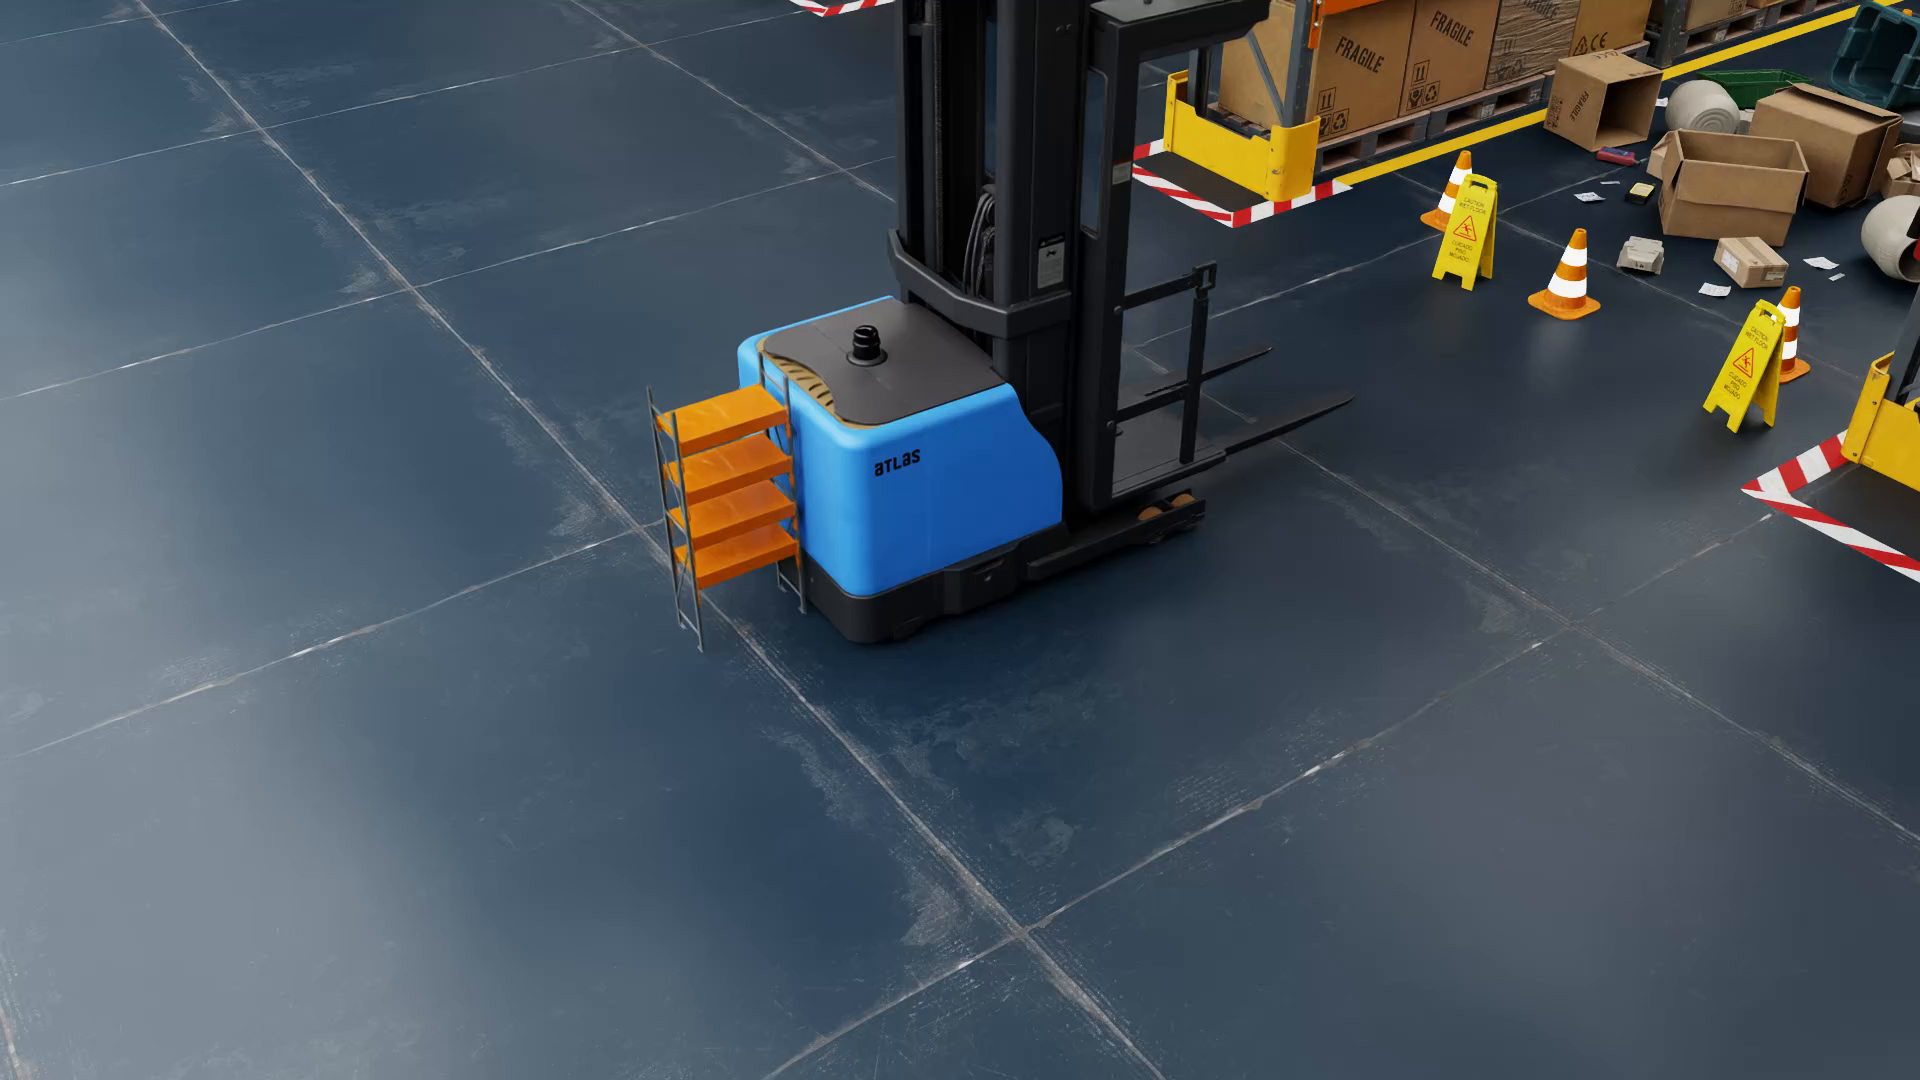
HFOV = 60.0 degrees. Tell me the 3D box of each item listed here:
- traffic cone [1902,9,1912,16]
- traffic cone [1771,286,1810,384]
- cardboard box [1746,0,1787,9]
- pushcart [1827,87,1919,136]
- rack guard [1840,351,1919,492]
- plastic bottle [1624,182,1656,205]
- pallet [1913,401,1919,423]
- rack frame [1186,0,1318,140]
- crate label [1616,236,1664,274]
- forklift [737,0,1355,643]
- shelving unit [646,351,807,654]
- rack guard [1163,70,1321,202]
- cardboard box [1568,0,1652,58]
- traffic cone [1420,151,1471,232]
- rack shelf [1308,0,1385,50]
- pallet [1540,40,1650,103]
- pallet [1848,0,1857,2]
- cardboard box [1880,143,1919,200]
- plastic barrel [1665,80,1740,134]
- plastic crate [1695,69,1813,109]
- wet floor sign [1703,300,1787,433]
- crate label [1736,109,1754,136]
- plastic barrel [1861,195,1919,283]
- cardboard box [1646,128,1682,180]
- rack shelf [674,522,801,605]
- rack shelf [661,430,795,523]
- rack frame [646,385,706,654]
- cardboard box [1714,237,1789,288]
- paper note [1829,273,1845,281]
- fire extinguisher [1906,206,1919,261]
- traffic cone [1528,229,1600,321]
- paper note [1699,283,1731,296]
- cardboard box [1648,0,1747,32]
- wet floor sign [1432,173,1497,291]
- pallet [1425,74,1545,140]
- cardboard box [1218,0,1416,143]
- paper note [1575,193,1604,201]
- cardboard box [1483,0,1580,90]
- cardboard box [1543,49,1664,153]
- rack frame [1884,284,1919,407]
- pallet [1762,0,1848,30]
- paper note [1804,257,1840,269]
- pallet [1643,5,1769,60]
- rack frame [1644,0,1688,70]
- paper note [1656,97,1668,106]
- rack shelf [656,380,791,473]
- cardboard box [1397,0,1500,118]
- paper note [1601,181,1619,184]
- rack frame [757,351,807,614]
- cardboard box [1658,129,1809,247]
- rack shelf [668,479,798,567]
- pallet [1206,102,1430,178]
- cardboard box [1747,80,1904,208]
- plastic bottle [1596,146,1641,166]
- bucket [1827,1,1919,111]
[{"bbox_3d":[7.115,-3.785,12.617,0.334,0.463,0.336,-22,41,-28],"label":"traffic cone"},{"bbox_3d":[4.422,-1.141,8.940,0.334,0.463,0.336,-22,41,-28],"label":"traffic cone"},{"bbox_3d":[6.395,-4.916,13.584,0.750,0.750,1.050,-22,41,-28],"label":"cardboard box"},{"bbox_3d":[6.729,-2.763,11.268,1.648,0.377,0.936,22,41,28],"label":"pushcart"},{"bbox_3d":[4.875,-0.421,7.908,0.348,0.500,1.175,-22,41,-28],"label":"rack guard"},{"bbox_3d":[4.451,-2.275,10.860,0.133,0.061,0.283,22,41,28],"label":"plastic bottle"},{"bbox_3d":[5.560,-0.561,8.349,1.213,0.211,1.003,-22,41,-28],"label":"pallet"},{"bbox_3d":[1.879,-3.739,10.380,0.127,3.000,1.000,-22,41,-28],"label":"rack frame"},{"bbox_3d":[4.111,-1.718,10.022,0.250,0.136,0.298,15,38,20],"label":"crate label"},{"bbox_3d":[0.546,-1.412,7.204,3.031,2.935,1.130,-21,41,-26],"label":"forklift"},{"bbox_3d":[-0.953,-0.141,6.914,0.503,1.200,0.258,-21,41,-26],"label":"shelving unit"},{"bbox_3d":[1.860,-2.716,11.099,0.348,0.500,1.175,-22,41,-28],"label":"rack guard"},{"bbox_3d":[4.594,-4.214,12.501,0.875,0.875,0.875,-22,41,-27],"label":"cardboard box"},{"bbox_3d":[3.131,-2.210,10.427,0.334,0.463,0.336,-22,41,-28],"label":"traffic cone"},{"bbox_3d":[3.514,-4.120,11.525,4.000,0.370,1.077,-22,41,-28],"label":"rack shelf"},{"bbox_3d":[4.482,-3.734,12.761,1.213,0.211,1.003,-22,41,-28],"label":"pallet"},{"bbox_3d":[7.730,-5.069,14.617,1.213,0.211,1.003,-22,41,-28],"label":"pallet"},{"bbox_3d":[6.181,-2.397,10.855,0.258,0.266,0.396,9,37,12],"label":"cardboard box"},{"bbox_3d":[5.105,-2.925,11.454,0.421,0.421,0.512,3,36,4],"label":"plastic barrel"},{"bbox_3d":[5.761,-3.283,12.104,0.662,0.188,0.450,-3,26,-4],"label":"plastic crate"},{"bbox_3d":[4.042,-0.902,8.451,0.232,0.644,0.267,-9,37,-12],"label":"wet floor sign"},{"bbox_3d":[5.525,-2.933,11.711,0.298,0.136,0.250,9,37,12],"label":"crate label"},{"bbox_3d":[5.630,-1.782,9.865,0.421,0.421,0.512,3,36,4],"label":"plastic barrel"},{"bbox_3d":[4.805,-2.518,11.023,0.258,0.266,0.396,-15,38,-20],"label":"cardboard box"},{"bbox_3d":[-0.951,0.074,7.071,0.480,0.148,0.258,-21,41,-26],"label":"rack shelf"},{"bbox_3d":[-0.954,-0.267,6.822,0.480,0.148,0.258,-21,41,-26],"label":"rack shelf"},{"bbox_3d":[-1.158,-0.062,6.808,0.015,1.200,0.240,-21,41,-26],"label":"rack frame"},{"bbox_3d":[4.720,-1.658,9.928,0.250,0.149,0.380,-3,36,-4],"label":"cardboard box"},{"bbox_3d":[5.235,-1.571,9.925,0.123,0.001,0.032,-22,41,-28],"label":"paper note"},{"bbox_3d":[4.454,-1.561,7.417,0.183,0.674,0.296,-22,41,-28],"label":"fire extinguisher"},{"bbox_3d":[3.504,-1.557,9.518,0.334,0.463,0.336,-22,41,-28],"label":"traffic cone"},{"bbox_3d":[4.439,-1.473,9.772,0.148,0.019,0.142,22,41,28],"label":"paper note"},{"bbox_3d":[5.604,-4.594,13.135,0.750,0.750,1.050,-23,41,-28],"label":"cardboard box"},{"bbox_3d":[2.996,-1.829,9.740,0.267,0.644,0.232,30,45,35],"label":"wet floor sign"},{"bbox_3d":[3.484,-3.321,12.187,1.213,0.211,1.003,-22,41,-28],"label":"pallet"},{"bbox_3d":[2.395,-3.307,11.239,0.875,0.875,0.875,-22,41,-28],"label":"cardboard box"},{"bbox_3d":[4.105,-2.236,10.835,0.142,0.017,0.144,-9,37,-12],"label":"paper note"},{"bbox_3d":[3.860,-3.909,12.077,0.875,0.875,0.875,-22,41,-28],"label":"cardboard box"},{"bbox_3d":[4.471,-3.059,11.573,0.500,0.500,0.500,-15,38,-20],"label":"cardboard box"},{"bbox_3d":[4.813,-1.411,7.142,0.127,3.000,1.000,-22,41,-28],"label":"rack frame"},{"bbox_3d":[6.734,-4.661,14.050,1.213,0.211,1.003,-22,41,-28],"label":"pallet"},{"bbox_3d":[5.220,-1.683,10.073,0.142,0.019,0.148,-9,37,-12],"label":"paper note"},{"bbox_3d":[5.736,-4.248,13.476,1.213,0.211,1.003,-22,41,-28],"label":"pallet"},{"bbox_3d":[5.149,-5.085,12.251,0.127,3.000,1.000,-22,41,-28],"label":"rack frame"},{"bbox_3d":[5.121,-3.221,12.202,0.147,0.020,0.142,9,37,12],"label":"paper note"},{"bbox_3d":[-0.955,-0.459,6.683,0.480,0.148,0.258,-21,41,-26],"label":"rack shelf"},{"bbox_3d":[3.113,-3.604,11.652,0.875,0.875,0.875,-23,42,-29],"label":"cardboard box"},{"bbox_3d":[4.317,-2.372,11.039,0.123,0.001,0.032,-3,36,-4],"label":"paper note"},{"bbox_3d":[-0.748,-0.220,7.021,0.015,1.200,0.240,-21,41,-26],"label":"rack frame"},{"bbox_3d":[4.791,-2.196,10.373,0.797,0.503,0.637,9,37,12],"label":"cardboard box"},{"bbox_3d":[-0.952,-0.086,6.954,0.480,0.148,0.258,-21,41,-26],"label":"rack shelf"},{"bbox_3d":[2.488,-2.913,11.620,1.213,0.211,1.003,-22,41,-28],"label":"pallet"},{"bbox_3d":[5.550,-2.570,10.776,0.503,0.637,0.797,-22,41,-28],"label":"cardboard box"},{"bbox_3d":[4.497,-2.607,11.322,0.283,0.061,0.133,22,41,28],"label":"plastic bottle"},{"bbox_3d":[6.366,-3.227,11.169,0.620,0.611,0.726,-1,34,-18],"label":"bucket"}]
